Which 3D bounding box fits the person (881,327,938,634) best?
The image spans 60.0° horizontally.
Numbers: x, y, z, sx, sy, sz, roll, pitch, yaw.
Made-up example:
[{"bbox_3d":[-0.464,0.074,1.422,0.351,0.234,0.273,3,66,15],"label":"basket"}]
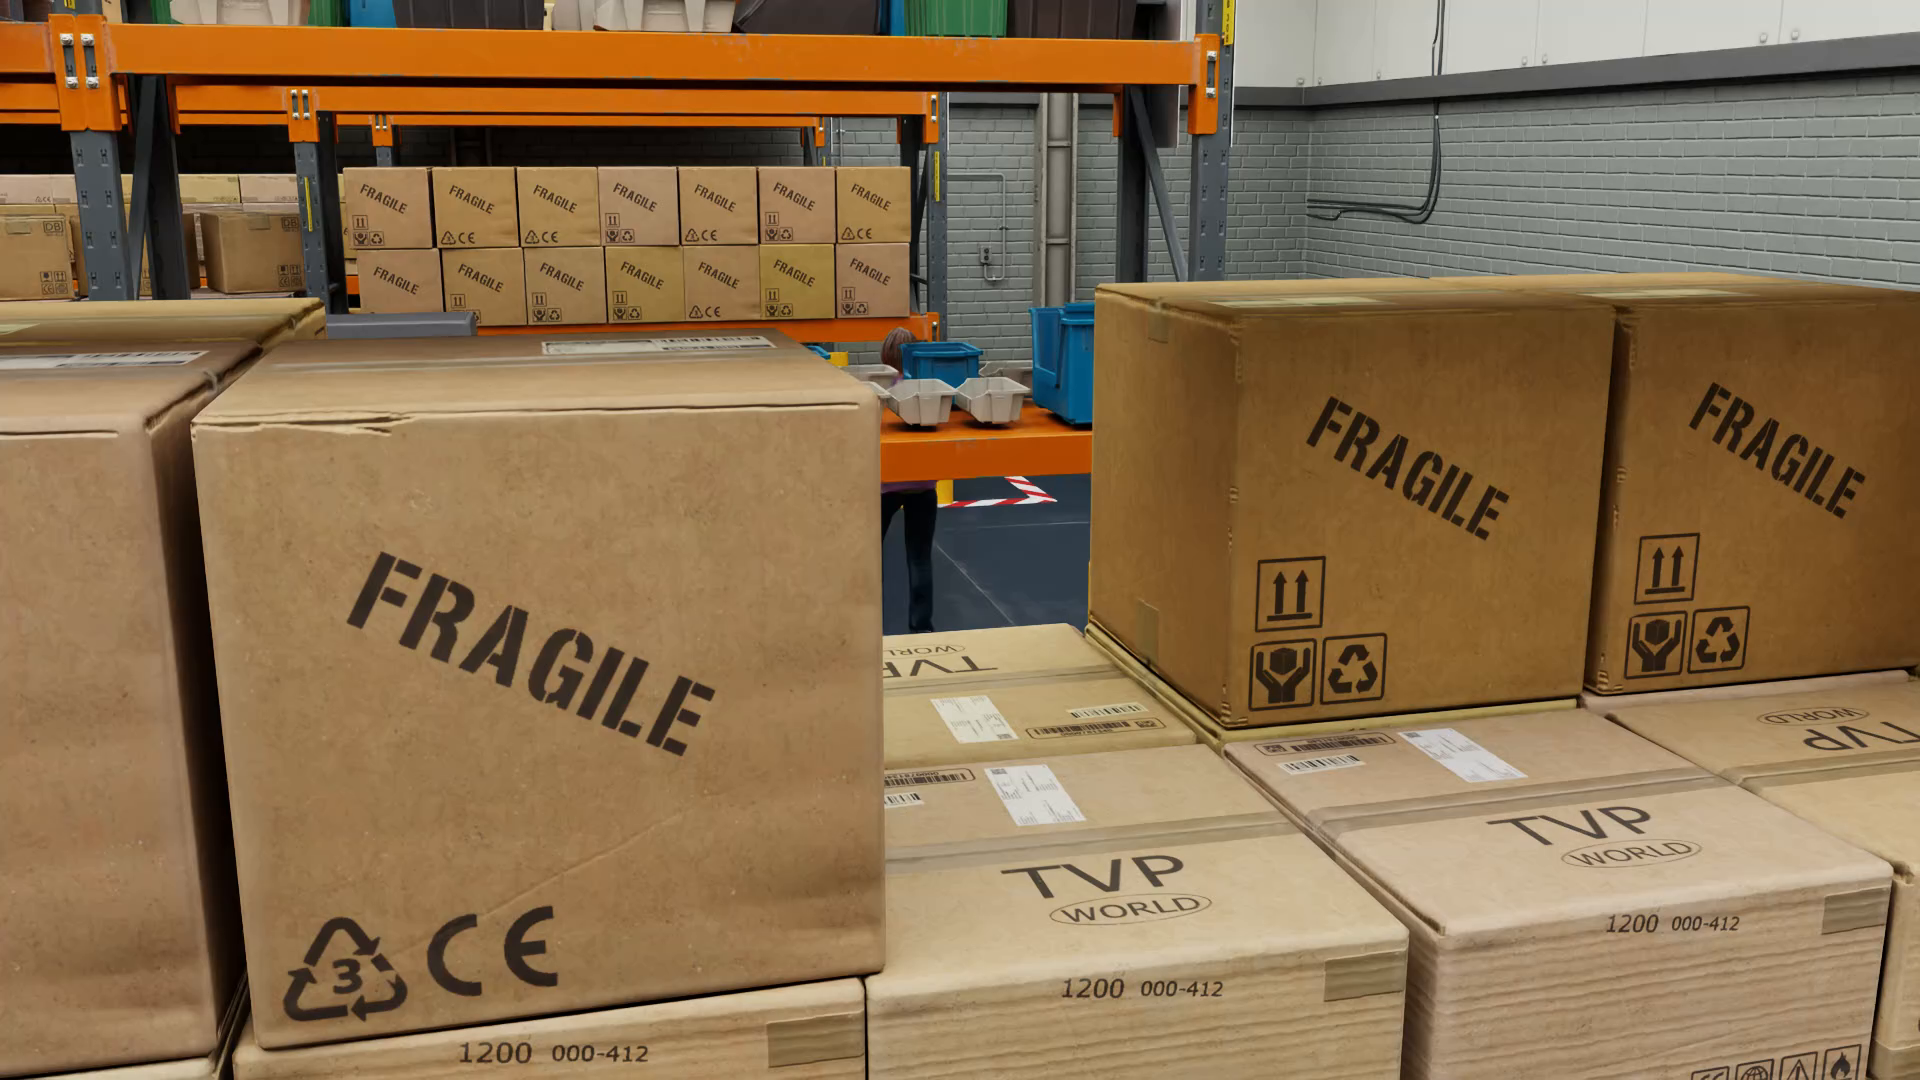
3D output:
[{"bbox_3d":[-0.325,-0.262,8.095,0.454,1.553,0.884,-2,13,-10],"label":"person"}]
